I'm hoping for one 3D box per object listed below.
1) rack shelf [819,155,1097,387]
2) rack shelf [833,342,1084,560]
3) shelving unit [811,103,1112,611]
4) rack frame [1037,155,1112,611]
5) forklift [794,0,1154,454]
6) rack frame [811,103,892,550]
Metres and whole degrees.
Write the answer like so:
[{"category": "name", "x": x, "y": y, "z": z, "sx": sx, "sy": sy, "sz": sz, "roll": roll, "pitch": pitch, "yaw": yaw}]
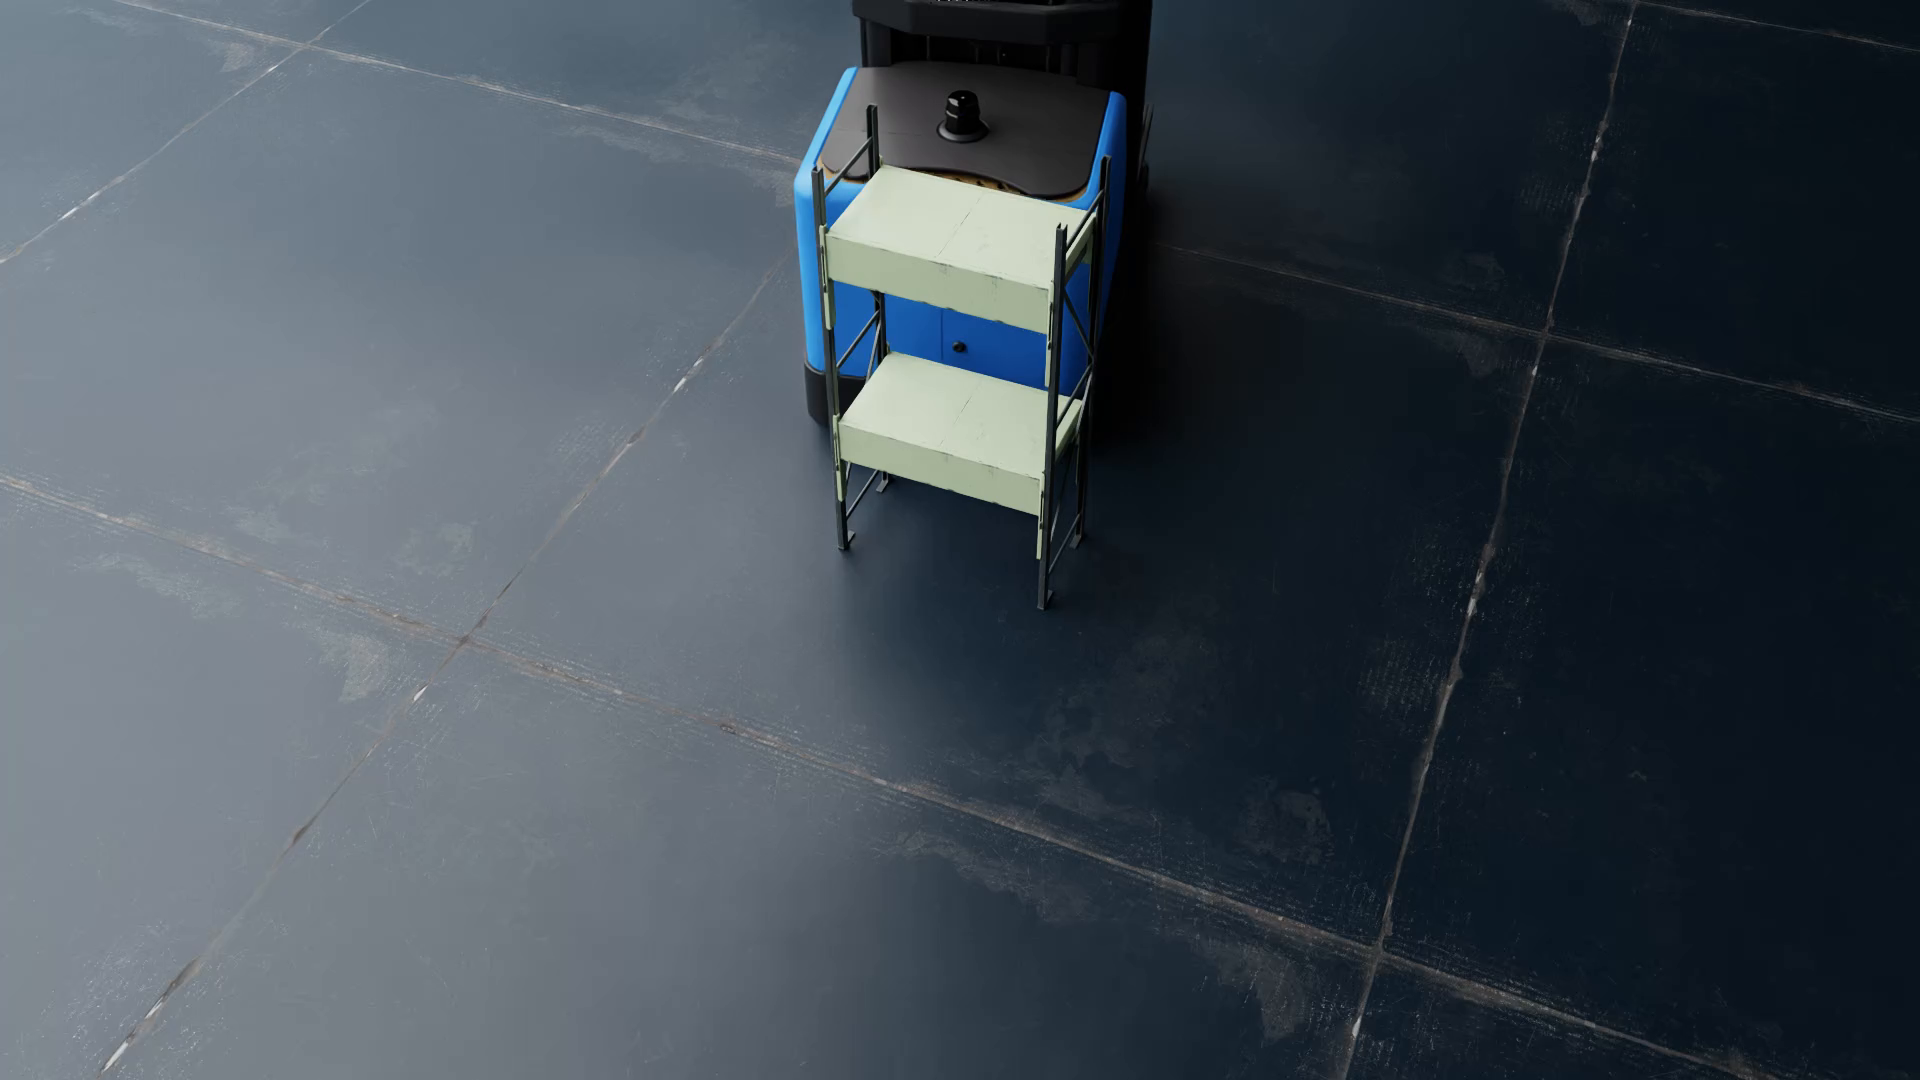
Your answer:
[{"category": "rack shelf", "x": 0.006, "y": -0.807, "z": 4.944, "sx": 0.720, "sy": 0.370, "sz": 0.431, "roll": 16, "pitch": 47, "yaw": 16}, {"category": "rack shelf", "x": 0.006, "y": -0.299, "z": 5.449, "sx": 0.720, "sy": 0.370, "sz": 0.431, "roll": 16, "pitch": 47, "yaw": 16}, {"category": "shelving unit", "x": 0.006, "y": -0.530, "z": 5.219, "sx": 0.755, "sy": 1.500, "sz": 0.431, "roll": 16, "pitch": 47, "yaw": 16}, {"category": "rack frame", "x": 0.344, "y": -0.430, "z": 5.119, "sx": 0.023, "sy": 1.500, "sz": 0.400, "roll": 16, "pitch": 47, "yaw": 16}, {"category": "forklift", "x": 0.211, "y": -2.400, "z": 6.084, "sx": 1.130, "sy": 2.935, "sz": 3.031, "roll": 7, "pitch": 45, "yaw": 7}, {"category": "rack frame", "x": -0.332, "y": -0.629, "z": 5.319, "sx": 0.023, "sy": 1.500, "sz": 0.400, "roll": 16, "pitch": 47, "yaw": 16}]
